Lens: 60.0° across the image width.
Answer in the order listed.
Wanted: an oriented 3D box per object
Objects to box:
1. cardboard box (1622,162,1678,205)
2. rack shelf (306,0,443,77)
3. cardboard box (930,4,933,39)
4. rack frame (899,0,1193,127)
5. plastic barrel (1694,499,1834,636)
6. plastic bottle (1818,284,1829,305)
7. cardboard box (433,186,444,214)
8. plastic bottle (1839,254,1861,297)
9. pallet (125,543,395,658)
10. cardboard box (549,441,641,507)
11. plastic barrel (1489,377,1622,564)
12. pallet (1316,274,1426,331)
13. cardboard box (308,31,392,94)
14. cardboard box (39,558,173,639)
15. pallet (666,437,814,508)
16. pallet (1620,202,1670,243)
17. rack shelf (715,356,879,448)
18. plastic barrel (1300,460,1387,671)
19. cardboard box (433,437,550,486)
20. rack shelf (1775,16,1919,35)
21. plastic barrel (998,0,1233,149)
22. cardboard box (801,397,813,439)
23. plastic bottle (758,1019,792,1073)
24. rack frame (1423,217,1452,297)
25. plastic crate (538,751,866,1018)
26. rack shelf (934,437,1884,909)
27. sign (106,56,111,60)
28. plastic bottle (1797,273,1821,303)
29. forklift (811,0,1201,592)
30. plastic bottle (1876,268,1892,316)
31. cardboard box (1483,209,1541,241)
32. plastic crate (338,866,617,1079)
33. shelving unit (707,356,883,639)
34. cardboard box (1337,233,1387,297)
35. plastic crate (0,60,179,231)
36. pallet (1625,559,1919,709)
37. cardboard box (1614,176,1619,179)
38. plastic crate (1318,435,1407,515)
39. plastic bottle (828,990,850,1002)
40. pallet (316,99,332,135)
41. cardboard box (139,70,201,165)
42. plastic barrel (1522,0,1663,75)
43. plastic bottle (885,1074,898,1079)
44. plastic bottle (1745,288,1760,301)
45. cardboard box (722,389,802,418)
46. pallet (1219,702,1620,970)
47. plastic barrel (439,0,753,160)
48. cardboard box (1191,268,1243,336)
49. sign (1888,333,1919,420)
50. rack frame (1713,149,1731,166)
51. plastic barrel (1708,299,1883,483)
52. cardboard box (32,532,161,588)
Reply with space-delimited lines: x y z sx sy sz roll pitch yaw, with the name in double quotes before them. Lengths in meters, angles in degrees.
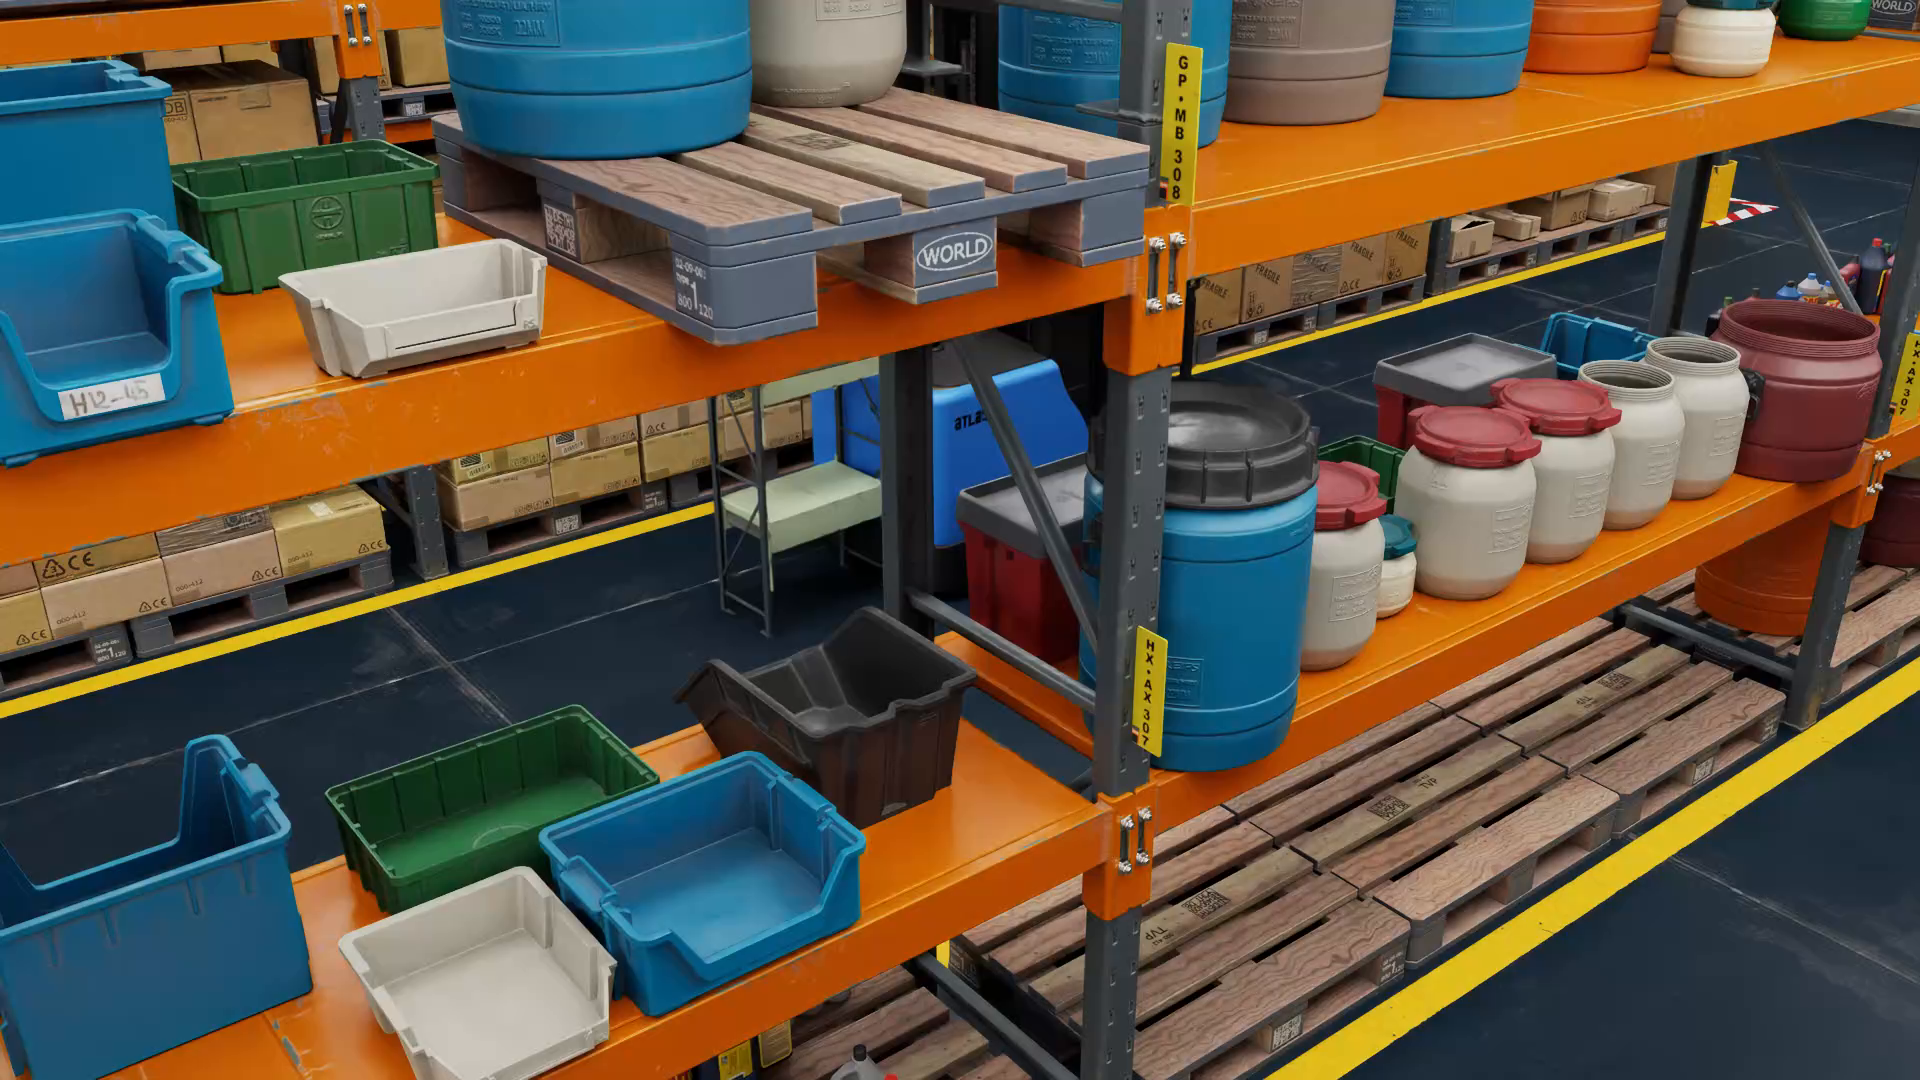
"cardboard box" 6.244 -3.290 14.724 0.500 0.500 0.500 -18 31 -34
"rack shelf" -1.349 -2.884 8.693 4.000 0.370 1.077 -18 31 -34
"cardboard box" -0.290 -4.899 15.246 0.500 0.500 0.500 -18 30 -34
"rack frame" 0.131 -2.410 3.253 0.127 3.000 1.000 -18 31 -34
"plastic barrel" 3.653 -0.066 7.409 0.708 0.830 0.600 -18 31 -34
"plastic bottle" 4.000 -1.094 7.781 0.097 0.201 0.097 0 25 0
"cardboard box" -4.220 -2.637 13.316 0.500 0.500 0.700 -18 31 -34
"plastic bottle" 4.233 -1.218 7.950 0.133 0.283 0.061 -18 31 -34
"pallet" -3.574 0.127 8.225 1.213 0.211 1.003 -18 31 -34
"cardboard box" -2.049 -0.429 8.878 0.500 0.250 0.500 -17 30 -33
"plastic barrel" 1.937 -0.229 5.519 0.433 0.535 0.433 0 25 0
"pallet" 2.756 -1.920 12.636 1.213 0.211 1.003 -18 31 -34
"cardboard box" -4.618 -3.660 12.433 0.500 0.500 0.700 -14 28 -27
"cardboard box" -3.937 0.181 7.565 0.500 0.250 0.500 -18 31 -34
"pallet" -1.406 -0.589 9.767 1.213 0.211 1.003 -18 31 -34
"pallet" 5.834 -2.955 14.868 1.213 0.211 1.003 -18 31 -34
"rack shelf" -0.740 -0.742 7.639 0.720 0.370 0.431 -21 32 -37
"plastic barrel" 1.019 0.074 4.866 0.433 0.535 0.433 0 25 0
"cardboard box" -2.444 -0.553 8.479 0.500 0.311 0.500 -18 30 -34
"rack shelf" 4.852 -2.281 7.394 4.000 0.370 1.077 -18 31 -34
"plastic barrel" 0.397 -1.481 4.218 0.708 0.901 0.600 -18 31 -34
"cardboard box" -0.839 -0.831 9.744 0.500 0.250 0.500 -17 30 -33
"plastic bottle" -0.562 1.410 4.853 0.133 0.283 0.061 -18 31 -34
"rack frame" 3.373 -3.409 12.531 0.127 3.000 1.000 -18 31 -34
"plastic crate" -0.572 0.756 3.734 0.616 0.251 0.499 -18 31 -34
"rack shelf" 1.705 0.118 5.787 4.000 0.370 1.077 -18 31 -34
"sign" -5.641 -3.185 11.022 0.005 0.325 0.100 -18 31 -34
"plastic bottle" 3.924 -1.101 7.711 0.097 0.271 0.097 0 25 0
"forklift" 0.666 -1.582 8.678 3.031 2.935 1.130 -21 32 -37
"plastic bottle" 4.468 -1.218 7.950 0.133 0.283 0.061 -18 31 -34
"cardboard box" 4.511 -2.588 13.607 0.250 0.166 0.380 -18 31 -34
"plastic crate" -0.991 0.937 3.482 0.437 0.136 0.530 -18 31 -34
"shelving unit" -0.740 -0.388 7.804 0.755 1.500 0.431 -21 32 -37
"cardboard box" 2.767 -2.125 12.213 0.500 0.500 0.500 -18 30 -34
"plastic crate" -1.702 -0.598 2.931 0.575 0.384 0.392 -18 31 -34
"pallet" 3.873 0.319 7.813 1.213 0.211 1.003 -18 31 -34
"cardboard box" 5.524 -3.223 14.875 0.500 0.250 0.500 -18 31 -34
"plastic crate" 1.327 -0.138 5.737 0.662 0.188 0.450 -18 31 -34
"plastic bottle" -0.390 1.287 5.132 0.097 0.271 0.097 0 25 0
"pallet" -5.291 -3.034 11.952 1.213 0.211 1.003 -18 31 -34
"cardboard box" -3.665 -1.715 7.223 0.500 0.500 0.700 -18 31 -34
"plastic barrel" 1.984 -1.972 5.362 0.708 0.830 0.600 -18 31 -34
"plastic bottle" -0.198 1.576 4.415 0.185 0.351 0.144 -19 31 -35
"plastic bottle" 3.515 -0.981 7.439 0.133 0.283 0.061 -18 31 -34
"cardboard box" -1.235 -0.953 9.341 0.500 0.311 0.500 -17 30 -33
"pallet" 1.686 1.041 6.257 1.213 0.211 1.003 -18 31 -34
"plastic barrel" -0.718 -1.244 3.210 0.708 0.901 0.600 -18 31 -34
"cardboard box" 1.566 -1.725 11.351 0.500 0.500 0.500 -19 31 -35
"sign" 3.624 -0.621 6.332 0.005 0.325 0.100 -18 31 -34
"rack frame" 6.520 -4.448 14.770 0.127 3.000 1.000 -18 31 -34
"plastic barrel" 3.100 -0.568 6.250 0.708 0.536 0.600 -18 31 -34
"cardboard box" -3.944 -0.164 7.416 0.500 0.500 0.500 -18 31 -34
